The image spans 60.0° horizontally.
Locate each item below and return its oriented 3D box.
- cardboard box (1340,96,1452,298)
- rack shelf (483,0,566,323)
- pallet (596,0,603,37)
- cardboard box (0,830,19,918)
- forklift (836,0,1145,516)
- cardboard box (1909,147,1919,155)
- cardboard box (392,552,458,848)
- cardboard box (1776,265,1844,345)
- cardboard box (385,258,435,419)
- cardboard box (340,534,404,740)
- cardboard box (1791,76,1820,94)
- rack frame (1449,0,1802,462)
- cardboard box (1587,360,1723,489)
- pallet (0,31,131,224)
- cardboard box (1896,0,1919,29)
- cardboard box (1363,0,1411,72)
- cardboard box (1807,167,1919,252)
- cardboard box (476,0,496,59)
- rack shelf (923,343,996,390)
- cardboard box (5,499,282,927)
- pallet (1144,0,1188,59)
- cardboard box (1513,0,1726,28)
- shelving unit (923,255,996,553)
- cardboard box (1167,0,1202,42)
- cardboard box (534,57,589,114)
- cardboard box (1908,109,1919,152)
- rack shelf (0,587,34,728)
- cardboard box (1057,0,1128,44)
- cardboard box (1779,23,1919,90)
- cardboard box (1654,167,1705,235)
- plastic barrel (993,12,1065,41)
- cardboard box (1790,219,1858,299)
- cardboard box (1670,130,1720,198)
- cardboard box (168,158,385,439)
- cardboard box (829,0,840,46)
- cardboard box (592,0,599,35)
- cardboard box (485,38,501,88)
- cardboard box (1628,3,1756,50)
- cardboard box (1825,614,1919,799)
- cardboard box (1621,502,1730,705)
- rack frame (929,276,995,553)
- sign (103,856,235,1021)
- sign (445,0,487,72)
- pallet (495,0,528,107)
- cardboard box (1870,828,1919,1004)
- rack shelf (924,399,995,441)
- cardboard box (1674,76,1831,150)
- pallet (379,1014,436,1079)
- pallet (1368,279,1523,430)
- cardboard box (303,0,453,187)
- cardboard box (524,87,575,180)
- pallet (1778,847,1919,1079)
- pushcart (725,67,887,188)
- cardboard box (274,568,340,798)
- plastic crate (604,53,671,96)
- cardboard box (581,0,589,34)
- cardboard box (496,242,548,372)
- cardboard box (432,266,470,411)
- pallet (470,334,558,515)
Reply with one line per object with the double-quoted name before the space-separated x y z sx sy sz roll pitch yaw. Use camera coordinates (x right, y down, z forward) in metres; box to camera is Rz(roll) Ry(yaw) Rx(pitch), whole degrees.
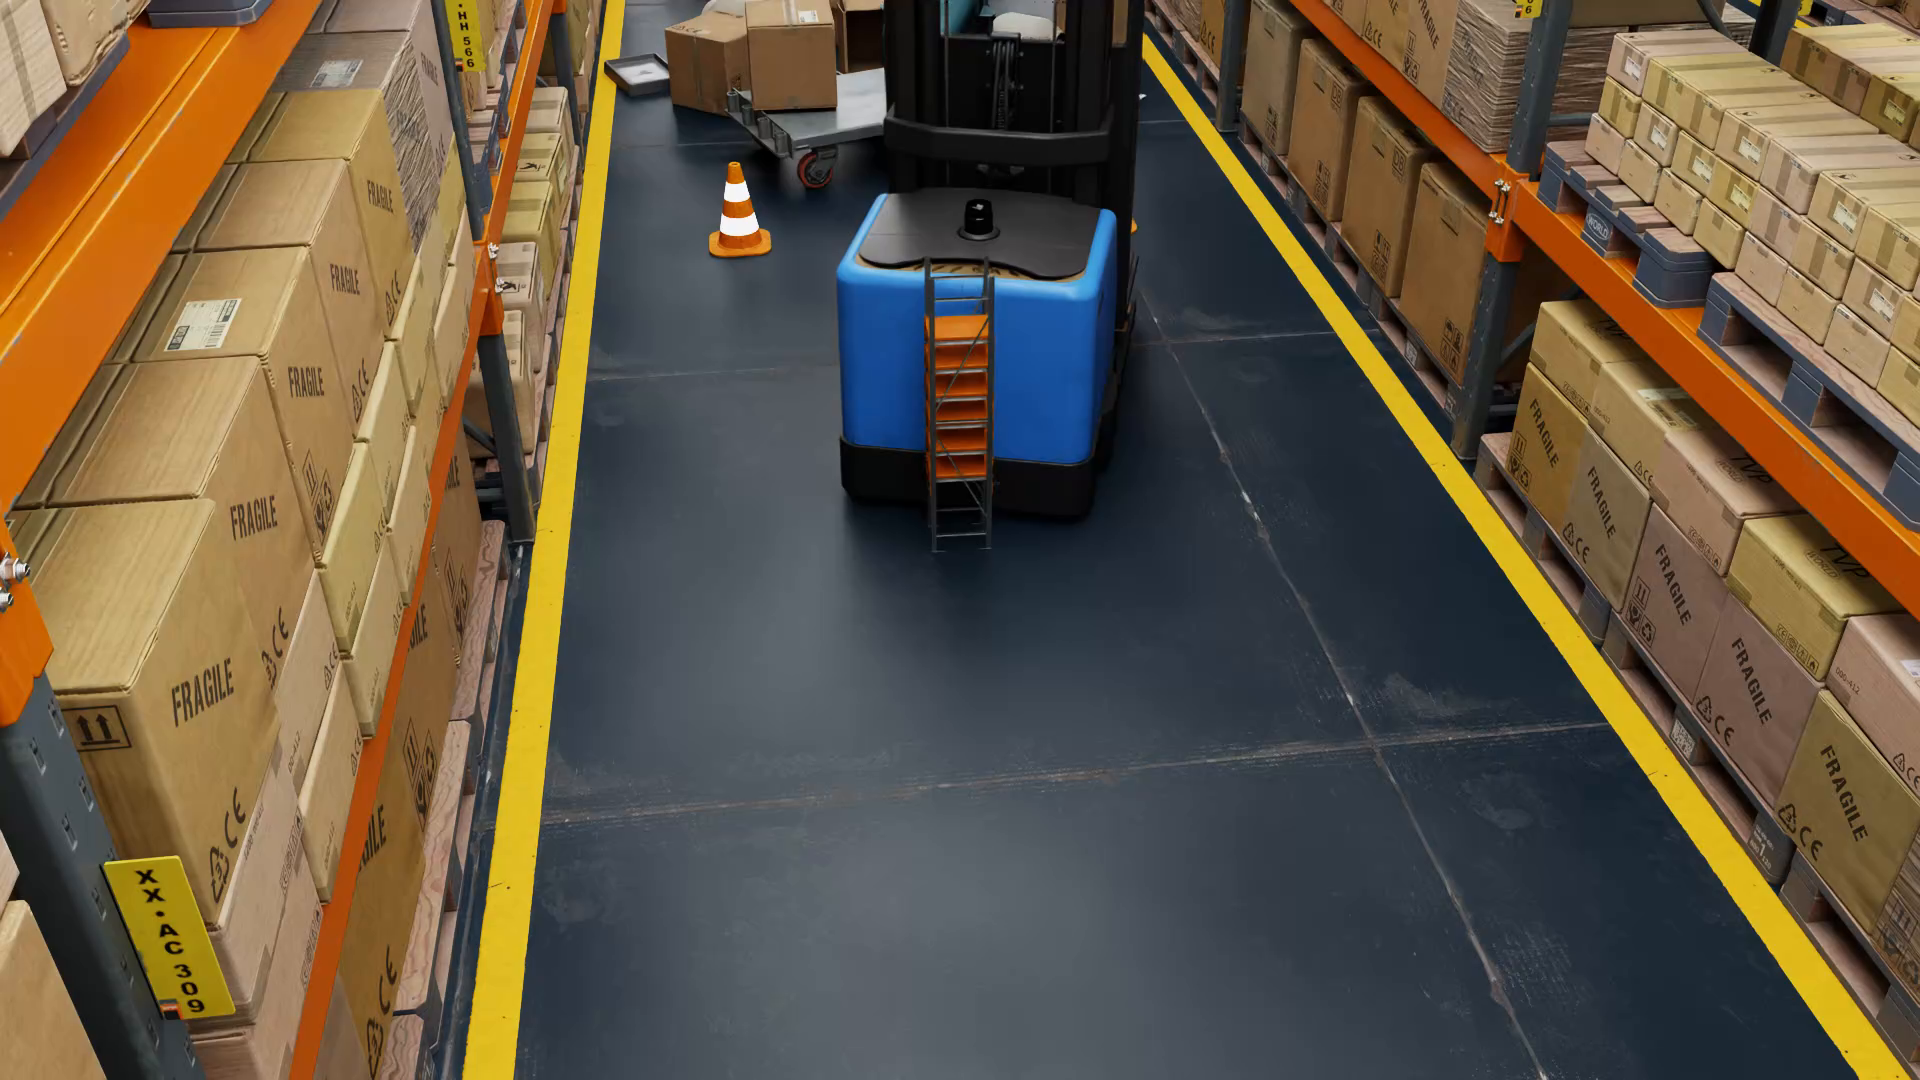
"cardboard box" 2.554 -1.730 8.249 1.050 0.750 0.750 -4 34 -6
"rack shelf" -2.493 -2.039 7.717 1.077 0.370 4.000 -4 35 -6
"pallet" -3.216 -4.034 12.482 1.003 0.211 1.213 -4 35 -6
"cardboard box" -1.329 0.437 1.892 0.380 0.149 0.250 -5 35 -7
"forklift" 0.267 -2.131 7.275 1.130 2.935 3.031 6 35 8
"cardboard box" 3.294 -1.168 5.386 0.380 0.149 0.250 -4 35 -6
"cardboard box" -2.098 0.374 5.051 0.875 0.875 0.875 -4 34 -6
"cardboard box" 2.708 -0.717 4.988 0.380 0.149 0.250 -4 34 -6
"cardboard box" -1.746 -0.544 4.574 0.500 0.250 0.500 -5 35 -8
"cardboard box" -1.608 0.233 3.878 0.500 0.250 0.500 -5 35 -7
"cardboard box" 3.185 -1.603 6.025 0.380 0.149 0.250 -4 34 -5
"rack frame" 2.667 -1.652 6.510 1.000 3.000 0.127 -4 35 -6
"cardboard box" 2.588 -0.416 5.878 0.500 0.250 0.500 -5 35 -7
"pallet" -1.858 -0.656 2.556 0.805 0.209 1.217 -6 35 -8
"cardboard box" 6.959 -3.889 11.640 0.500 0.500 0.500 6 35 9
"cardboard box" 2.208 -2.481 7.639 0.500 0.500 0.500 -5 35 -7
"cardboard box" 2.716 -0.961 4.819 0.380 0.149 0.250 -3 34 -5
"cardboard box" -2.132 -2.117 6.467 0.500 0.500 0.500 -3 34 -4
"rack shelf" -0.003 -0.664 6.311 0.258 0.103 0.180 -3 34 -5
"cardboard box" -1.460 0.290 2.684 0.500 0.500 0.500 -4 34 -6
"pallet" 1.937 -3.844 12.203 1.003 0.211 1.213 -4 35 -6
"cardboard box" 2.617 -2.357 6.569 0.700 0.500 0.500 -5 35 -7
"shelving unit" -0.003 -0.502 6.421 0.258 1.200 0.189 -3 34 -5
"cardboard box" 1.989 -4.038 11.526 0.875 0.875 0.875 -4 34 -6
"cardboard box" -2.574 -2.839 10.322 0.500 0.250 0.500 -6 35 -9
"cardboard box" 3.294 -1.293 5.306 0.380 0.149 0.250 -3 34 -5
"rack shelf" -1.417 1.186 0.322 1.077 0.370 4.000 -4 35 -6
"cardboard box" 0.904 -3.640 11.646 0.500 0.500 0.500 1 34 2
"cardboard box" 3.188 -1.728 5.944 0.380 0.149 0.250 -6 35 -8
"cardboard box" 2.600 -1.156 5.633 0.380 0.149 0.250 -3 34 -4
"plastic barrel" 0.457 -3.336 11.269 0.512 0.421 0.421 20 39 26
"cardboard box" 2.708 -0.841 4.906 0.380 0.149 0.250 -5 35 -7
"cardboard box" 2.611 -1.259 5.520 0.380 0.149 0.250 -5 35 -8
"cardboard box" -1.697 -0.560 3.931 0.500 0.500 0.500 -5 35 -7
"cardboard box" -0.555 -3.864 11.974 0.637 0.503 0.797 27 43 34
"cardboard box" -2.787 -3.710 11.599 0.500 0.250 0.500 -6 35 -8
"cardboard box" -2.096 -1.957 6.808 0.380 0.149 0.250 -4 34 -6
"cardboard box" 2.874 -1.964 6.879 0.500 0.500 0.500 -4 34 -6
"cardboard box" 2.799 0.446 4.613 0.500 0.250 0.500 -3 34 -4
"cardboard box" 2.654 0.188 5.657 0.500 0.500 0.500 -5 35 -8
"rack frame" 0.006 -0.451 6.346 0.240 1.200 0.006 -3 34 -5
"sign" -1.136 0.579 2.398 0.100 0.325 0.005 -4 35 -6
"sign" -1.675 -1.743 5.615 0.100 0.325 0.005 -4 35 -6
"pallet" -2.531 -2.243 7.547 1.003 0.211 1.213 -4 35 -6
"cardboard box" 2.856 1.046 4.398 0.500 0.500 0.500 -5 35 -7
"rack shelf" -0.003 -0.465 6.446 0.258 0.103 0.180 -3 34 -5
"cardboard box" 2.605 -1.408 5.474 0.380 0.149 0.250 -5 35 -7
"pallet" -1.865 1.739 4.010 1.003 0.211 1.213 -4 35 -6
"pallet" 2.636 -0.945 7.949 1.003 0.211 1.213 -4 35 -6
"cardboard box" -1.895 -1.406 5.173 0.500 0.500 0.500 -5 35 -8
"cardboard box" -2.689 -2.248 9.345 0.950 0.372 0.625 -4 34 -6
"pallet" 3.099 1.299 4.657 1.003 0.211 1.213 -4 35 -6
"pushcart" -0.510 -2.569 10.185 1.648 0.377 0.936 -16 38 -23
"cardboard box" -1.564 0.312 3.318 0.500 0.250 0.500 -4 34 -6
"plastic crate" -2.161 -3.184 11.351 0.402 0.080 0.583 -16 38 -23
"cardboard box" -2.658 -3.447 10.547 0.500 0.500 0.500 -3 34 -4
"cardboard box" -2.397 -1.035 7.566 0.950 0.372 0.625 -5 35 -7
"cardboard box" -1.815 -0.612 5.117 0.500 0.250 0.500 -4 34 -6
"pallet" -2.328 -0.504 7.302 1.003 0.211 1.213 -4 35 -6
